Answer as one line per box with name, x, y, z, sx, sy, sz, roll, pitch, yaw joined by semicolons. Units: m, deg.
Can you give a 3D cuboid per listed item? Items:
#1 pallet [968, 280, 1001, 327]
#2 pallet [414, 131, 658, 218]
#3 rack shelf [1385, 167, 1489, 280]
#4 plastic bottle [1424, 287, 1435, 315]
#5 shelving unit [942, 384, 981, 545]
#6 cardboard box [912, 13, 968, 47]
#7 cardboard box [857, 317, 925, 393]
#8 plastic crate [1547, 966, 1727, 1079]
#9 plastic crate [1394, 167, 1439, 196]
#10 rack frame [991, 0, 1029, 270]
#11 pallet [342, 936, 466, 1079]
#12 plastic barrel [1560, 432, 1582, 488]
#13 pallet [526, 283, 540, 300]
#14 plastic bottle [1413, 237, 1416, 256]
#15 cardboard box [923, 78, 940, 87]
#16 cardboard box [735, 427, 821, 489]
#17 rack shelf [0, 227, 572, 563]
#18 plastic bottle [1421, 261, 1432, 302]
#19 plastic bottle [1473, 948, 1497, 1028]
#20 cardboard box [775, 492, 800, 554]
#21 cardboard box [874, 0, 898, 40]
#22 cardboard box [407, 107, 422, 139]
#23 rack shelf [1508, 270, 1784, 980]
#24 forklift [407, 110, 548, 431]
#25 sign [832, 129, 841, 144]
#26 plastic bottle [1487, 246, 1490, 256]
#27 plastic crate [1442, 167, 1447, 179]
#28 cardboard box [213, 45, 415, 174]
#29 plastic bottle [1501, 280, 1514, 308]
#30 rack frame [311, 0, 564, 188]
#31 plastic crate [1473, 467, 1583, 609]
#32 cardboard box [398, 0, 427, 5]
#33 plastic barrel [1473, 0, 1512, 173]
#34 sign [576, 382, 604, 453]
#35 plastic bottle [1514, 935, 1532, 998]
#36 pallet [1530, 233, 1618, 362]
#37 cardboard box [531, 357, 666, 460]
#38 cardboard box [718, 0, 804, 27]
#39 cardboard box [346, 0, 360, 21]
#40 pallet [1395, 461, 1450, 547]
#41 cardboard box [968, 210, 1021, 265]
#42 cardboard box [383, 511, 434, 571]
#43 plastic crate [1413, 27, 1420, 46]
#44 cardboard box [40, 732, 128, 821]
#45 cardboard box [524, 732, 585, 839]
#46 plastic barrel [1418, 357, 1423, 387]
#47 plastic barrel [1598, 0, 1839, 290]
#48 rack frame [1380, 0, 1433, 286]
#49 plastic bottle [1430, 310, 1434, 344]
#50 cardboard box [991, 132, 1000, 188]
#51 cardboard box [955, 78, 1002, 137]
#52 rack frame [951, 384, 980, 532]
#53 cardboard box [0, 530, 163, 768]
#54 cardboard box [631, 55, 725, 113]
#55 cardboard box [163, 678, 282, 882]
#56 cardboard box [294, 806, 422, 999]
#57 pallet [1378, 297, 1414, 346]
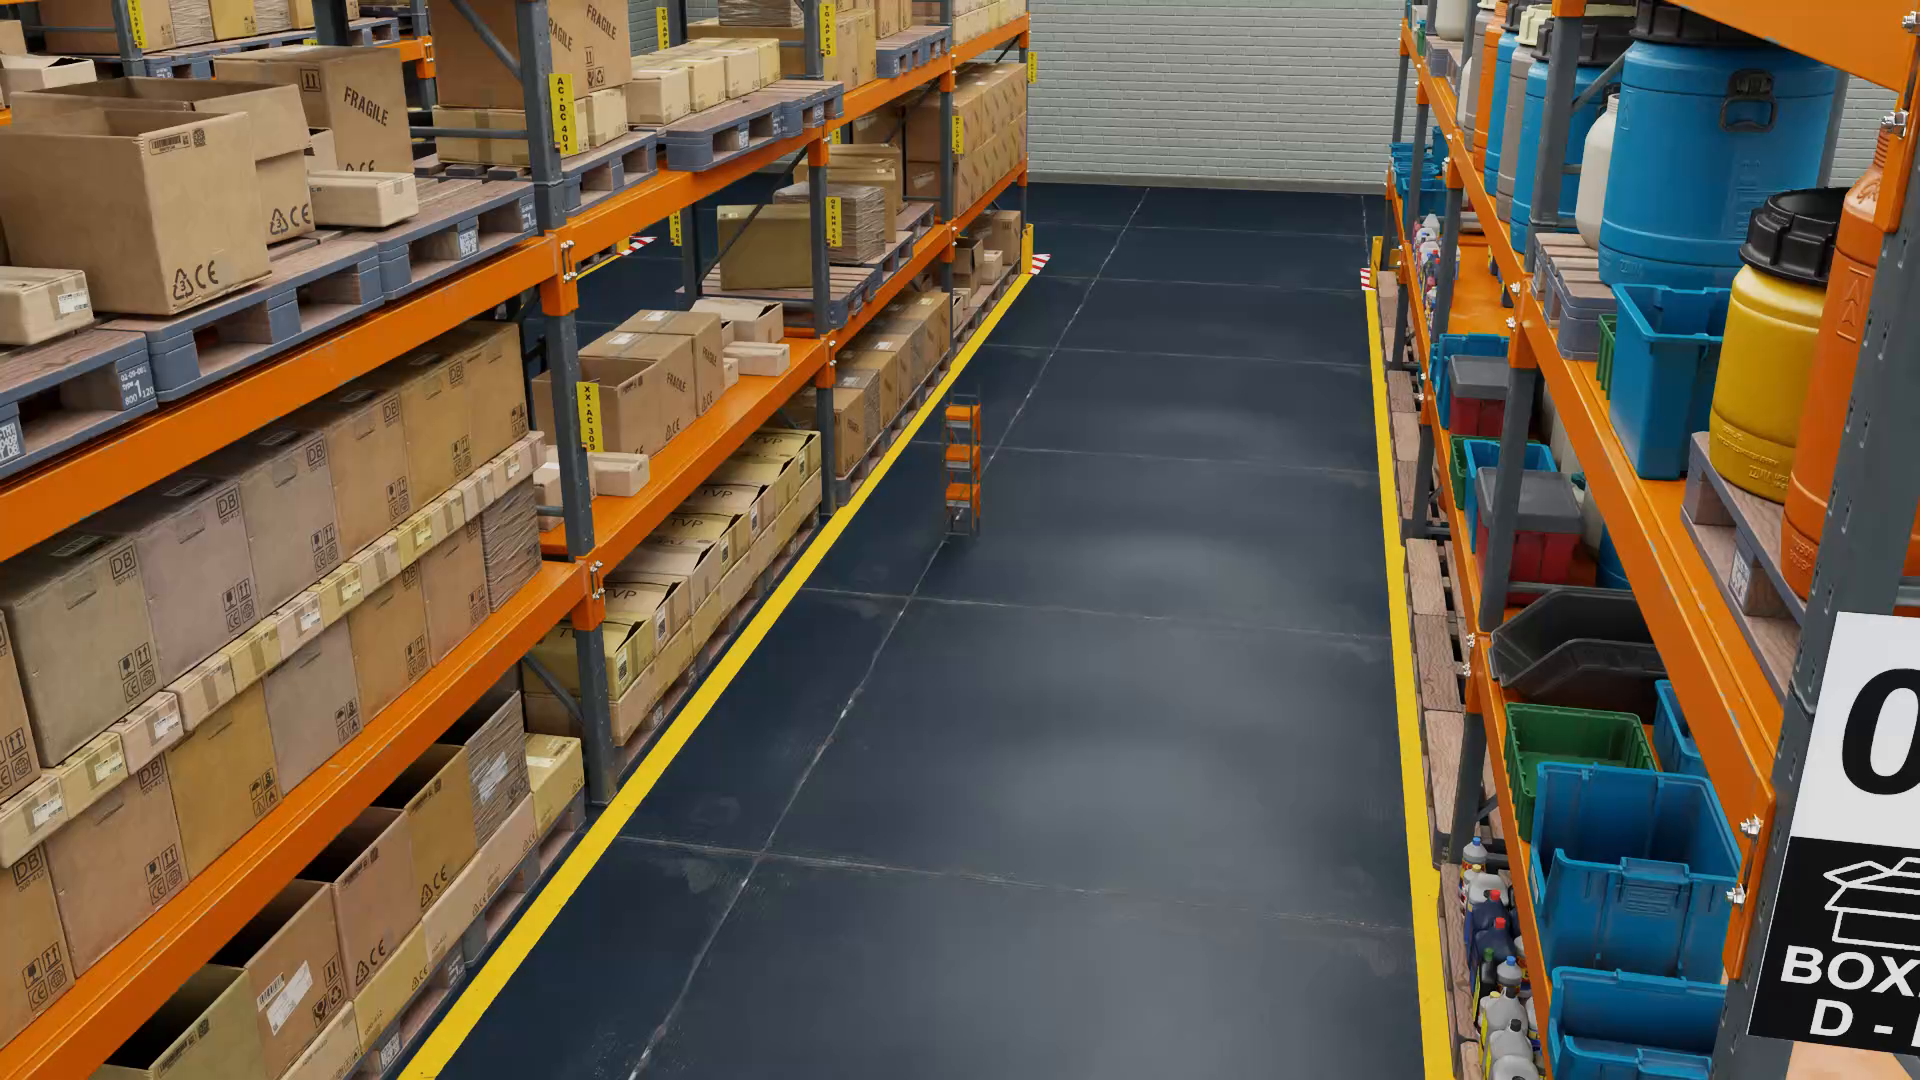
pallet;-0.177;-2.480;17.230;1.003;0.211;1.213;4;22;11
pallet;-2.030;-1.776;7.988;0.805;0.209;1.217;4;22;9
rack shelf;4.692;-3.094;15.984;1.077;0.370;4.000;4;22;11
plastic bottle;3.360;-1.696;11.816;0.097;0.201;0.097;0;22;0
shelving unit;0.011;-0.507;11.206;0.215;1.050;0.252;4;22;11
cardboard box;-0.223;-4.556;14.837;0.500;0.250;0.500;4;22;11
cardboard box;-0.596;-1.554;13.954;0.500;0.500;0.500;5;22;12
plastic crate;1.783;1.318;4.264;0.499;0.251;0.408;4;22;11
plastic crate;4.398;-3.453;16.056;0.416;0.233;0.300;4;22;11
rack frame;0.252;-4.538;18.607;1.000;3.000;0.127;4;22;11
pallet;-2.647;1.879;6.405;1.003;0.211;1.213;4;22;11
plastic barrel;3.211;-0.435;8.237;0.433;0.535;0.433;0;22;0
pallet;-4.936;-2.878;18.216;1.003;0.211;1.213;4;22;11
plastic bottle;3.759;-2.410;13.589;0.097;0.201;0.097;0;22;0
cardboard box;-0.406;-4.346;16.657;0.500;0.500;0.500;4;22;10
cardboard box;-1.246;-0.582;11.150;0.500;0.311;0.500;5;22;12
rack shelf;-2.605;-0.476;5.467;1.077;0.370;4.000;4;22;11
plastic bottle;3.431;-1.894;12.198;0.061;0.283;0.133;4;22;11
plastic bottle;1.968;1.675;6.226;0.061;0.283;0.133;5;23;13
cardboard box;-1.351;-0.132;10.784;0.500;0.250;0.500;4;22;10
cardboard box;-0.853;-4.329;13.243;0.600;0.600;0.600;4;22;10
cardboard box;-5.260;-3.803;15.218;0.500;0.250;0.500;5;22;12
rack shelf;2.243;-0.097;4.526;1.077;0.370;4.000;4;22;11
forklift;-3.299;-1.367;10.826;1.130;2.935;3.031;2;22;4
sign;-1.097;-3.515;14.908;0.100;0.325;0.005;4;22;11
plastic bottle;4.394;-2.438;13.658;0.097;0.201;0.097;0;22;0
plastic crate;5.038;-3.648;16.668;0.396;0.136;0.243;4;22;11
cardboard box;-2.558;-1.683;6.618;0.500;0.500;0.500;6;23;15
plastic bottle;4.016;-1.872;12.052;0.144;0.351;0.185;4;22;11
rack frame;-2.197;-2.932;6.589;1.000;3.000;0.127;4;22;11
plastic crate;2.451;-0.001;7.254;0.402;0.464;0.583;4;22;11
cardboard box;-5.016;-5.247;15.857;0.500;0.250;0.500;4;22;11
plastic barrel;2.954;-2.301;8.462;0.600;0.830;0.708;4;22;11
sign;-1.653;-0.546;7.429;0.100;0.325;0.005;4;22;11
plastic bottle;2.169;1.617;6.387;0.097;0.271;0.097;0;22;0
pallet;2.600;-0.803;5.570;1.213;0.211;1.003;4;22;11
cardboard box;-1.917;-0.668;8.864;0.500;0.500;0.500;6;23;15
cardboard box;-1.285;-3.673;10.971;0.500;0.500;0.500;4;22;11
cardboard box;-5.702;-4.780;14.469;0.700;0.500;0.500;3;22;8
pallet;3.588;-0.231;11.646;1.003;0.211;1.213;4;22;11
cardboard box;0.382;-3.365;18.451;0.500;0.500;0.500;4;22;11
cardboard box;-2.252;-0.009;6.359;0.380;0.149;0.250;4;22;11
plastic crate;4.171;-4.460;14.749;0.293;0.136;0.466;4;22;11
cardboard box;-2.619;0.651;4.719;0.380;0.149;0.250;5;22;11
cardboard box;-2.078;1.117;7.682;0.500;0.250;0.500;4;22;11
plastic barrel;4.156;-1.720;13.856;0.600;0.901;0.708;4;22;11
plastic barrel;2.344;-1.233;5.153;0.600;0.901;0.708;4;22;11
rack frame;5.100;-4.159;17.666;1.000;3.000;0.127;4;22;11
plastic bottle;3.180;-1.444;11.080;0.061;0.283;0.133;4;22;11
cardboard box;0.114;-3.844;16.748;0.500;0.500;0.500;4;22;10
cardboard box;0.122;-4.302;16.548;0.500;0.500;0.500;5;23;13
rack frame;0.036;-0.551;11.317;0.200;1.050;0.008;4;22;11
cardboard box;-2.792;0.283;4.764;0.700;0.500;0.500;4;22;10
cardboard box;-1.635;-2.557;9.312;0.500;0.250;0.500;4;22;10
cardboard box;-2.696;0.724;5.408;0.700;0.500;0.500;5;22;11
cardboard box;-2.377;1.319;6.179;0.500;0.500;0.500;4;22;11
pallet;4.643;-2.122;16.340;1.003;0.211;1.213;4;22;11
